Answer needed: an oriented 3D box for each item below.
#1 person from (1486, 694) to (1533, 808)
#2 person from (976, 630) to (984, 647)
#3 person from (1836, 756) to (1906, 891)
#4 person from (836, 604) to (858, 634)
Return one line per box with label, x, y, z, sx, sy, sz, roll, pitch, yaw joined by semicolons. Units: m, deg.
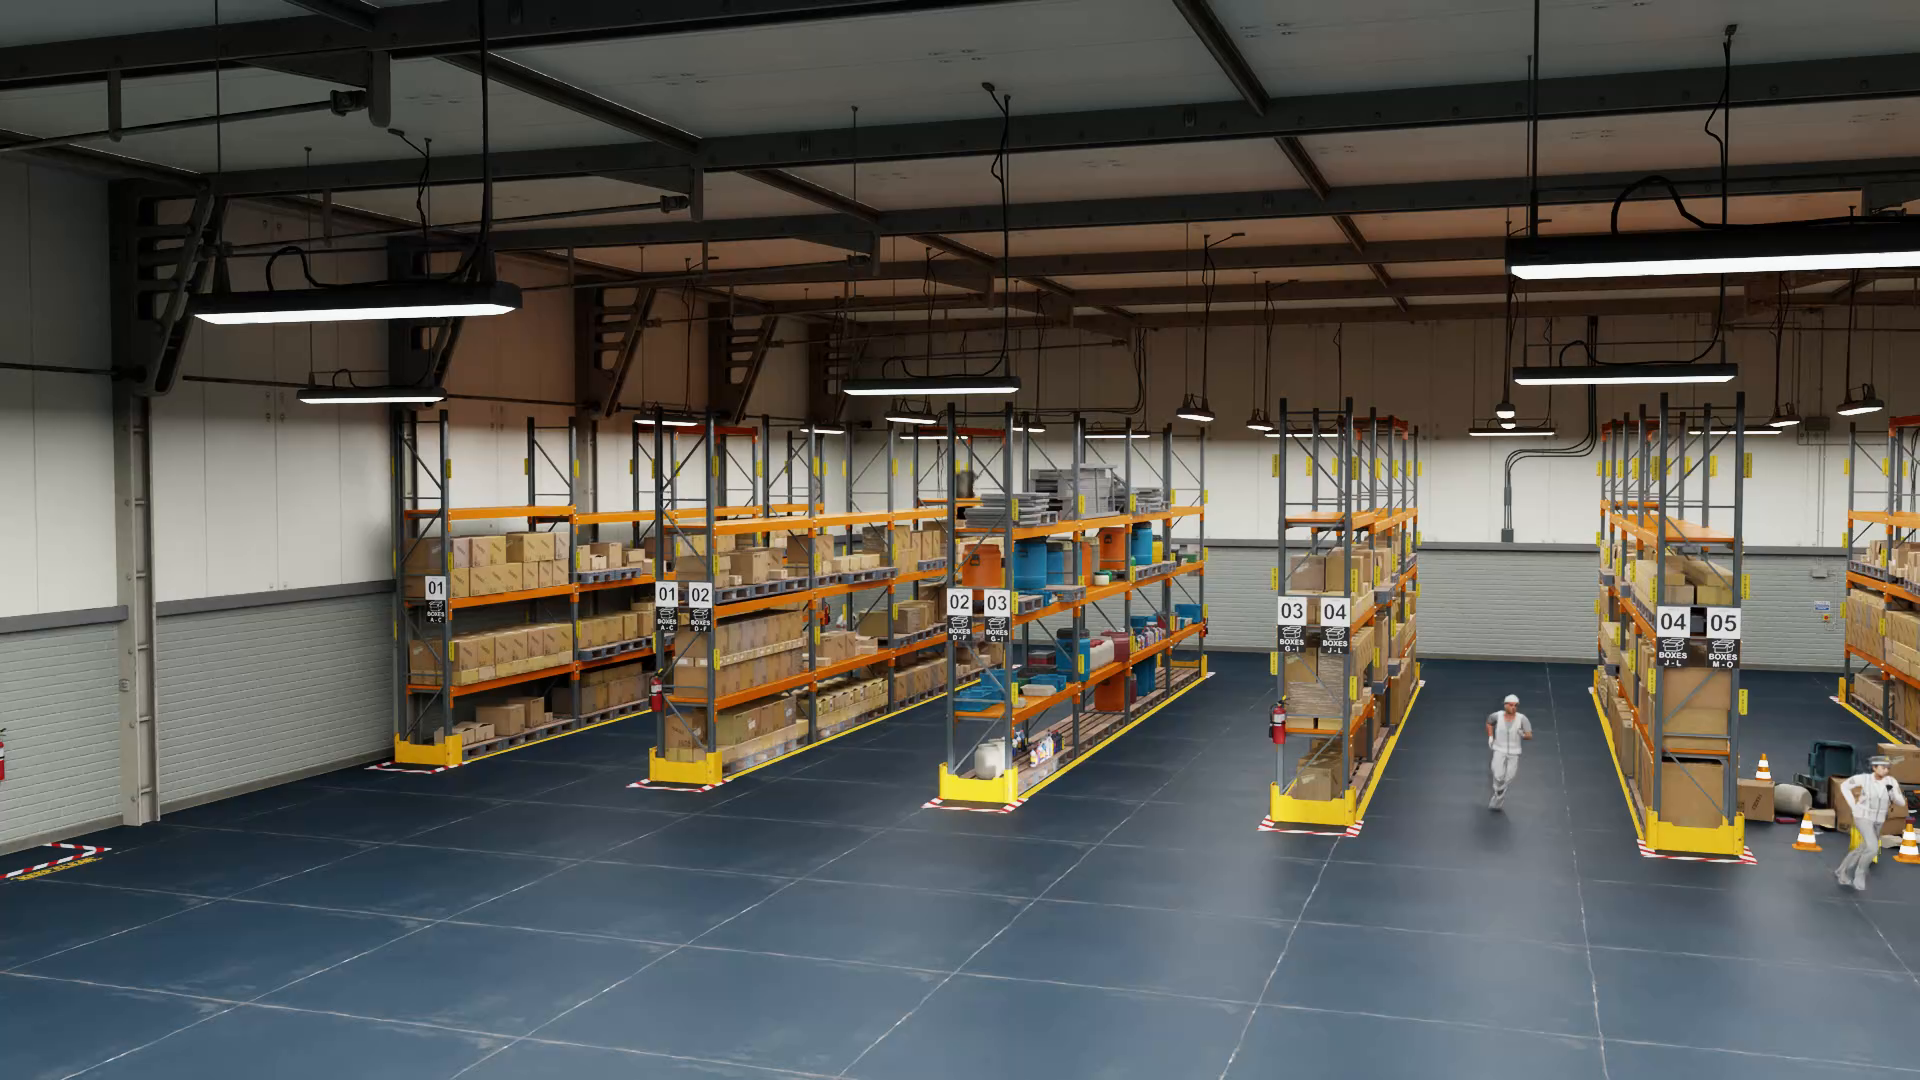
person;7.995;3.092;24.166;0.574;1.717;0.872;0;2;5
person;0.665;2.325;43.572;0.606;1.622;0.529;-2;3;-38
person;10.849;3.337;19.788;0.513;1.622;0.793;0;2;-10
person;-2.783;2.403;40.941;0.555;1.728;0.865;0;2;-1
